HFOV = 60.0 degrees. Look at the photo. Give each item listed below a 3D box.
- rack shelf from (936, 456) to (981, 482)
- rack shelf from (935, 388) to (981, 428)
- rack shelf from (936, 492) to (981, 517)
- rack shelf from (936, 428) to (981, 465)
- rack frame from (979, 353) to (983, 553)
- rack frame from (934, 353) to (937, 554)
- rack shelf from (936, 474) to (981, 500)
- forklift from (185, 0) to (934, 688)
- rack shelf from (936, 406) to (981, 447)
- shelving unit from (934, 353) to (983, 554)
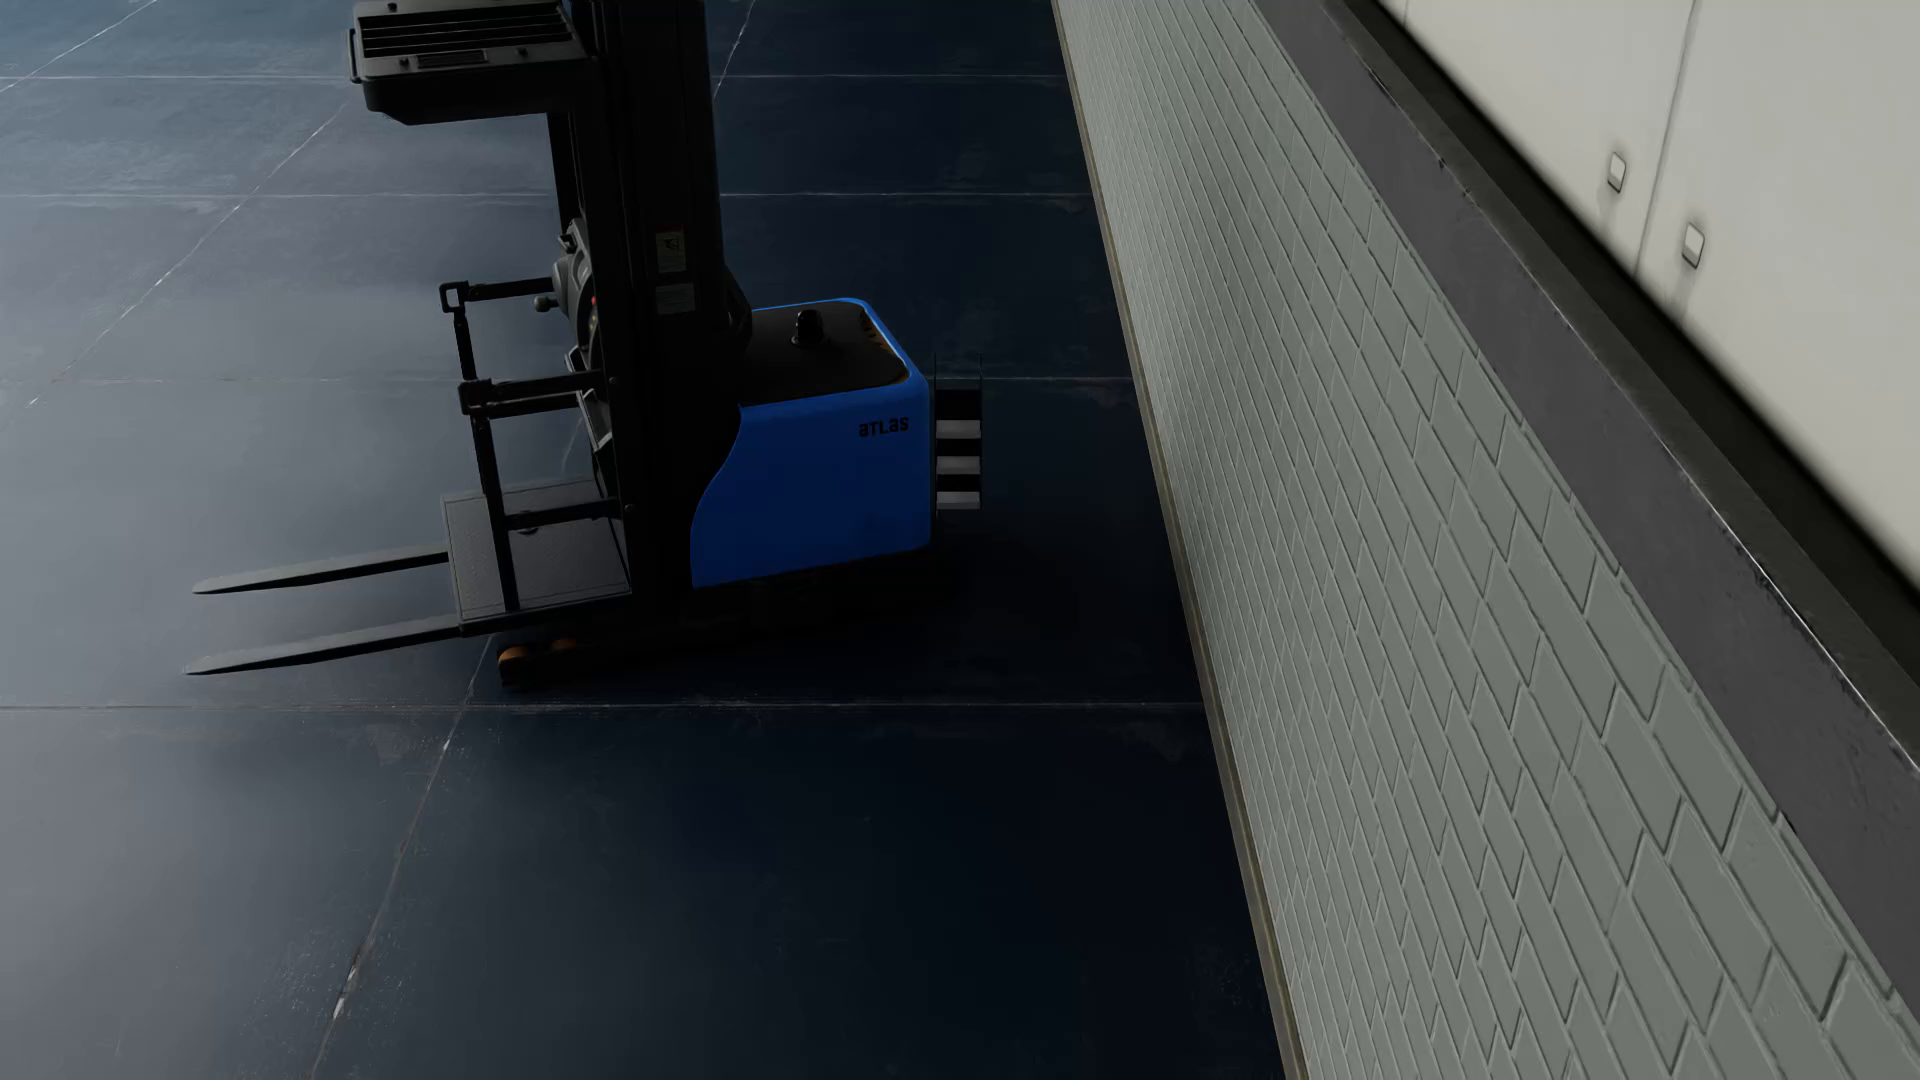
[{"bbox_3d":[-0.008,-0.356,7.534,0.200,0.077,0.258,0,31,0],"label":"rack shelf"},{"bbox_3d":[-0.008,-0.587,7.394,0.200,0.077,0.258,0,31,0],"label":"rack shelf"},{"bbox_3d":[-0.008,-0.202,7.627,0.200,0.077,0.258,0,31,0],"label":"rack shelf"},{"bbox_3d":[-0.008,-0.433,7.487,0.200,0.077,0.258,0,31,0],"label":"rack shelf"},{"bbox_3d":[0.094,-0.385,7.517,0.006,0.900,0.240,0,31,0],"label":"rack frame"},{"bbox_3d":[-0.110,-0.384,7.516,0.006,0.900,0.240,0,31,0],"label":"rack frame"},{"bbox_3d":[-0.008,-0.279,7.581,0.200,0.077,0.258,0,31,0],"label":"rack shelf"},{"bbox_3d":[-1.687,-0.961,6.509,3.031,2.935,1.130,-10,33,-16],"label":"forklift"},{"bbox_3d":[-0.008,-0.510,7.440,0.200,0.077,0.258,0,31,0],"label":"rack shelf"},{"bbox_3d":[-0.008,-0.385,7.517,0.210,0.900,0.258,0,31,0],"label":"shelving unit"}]
